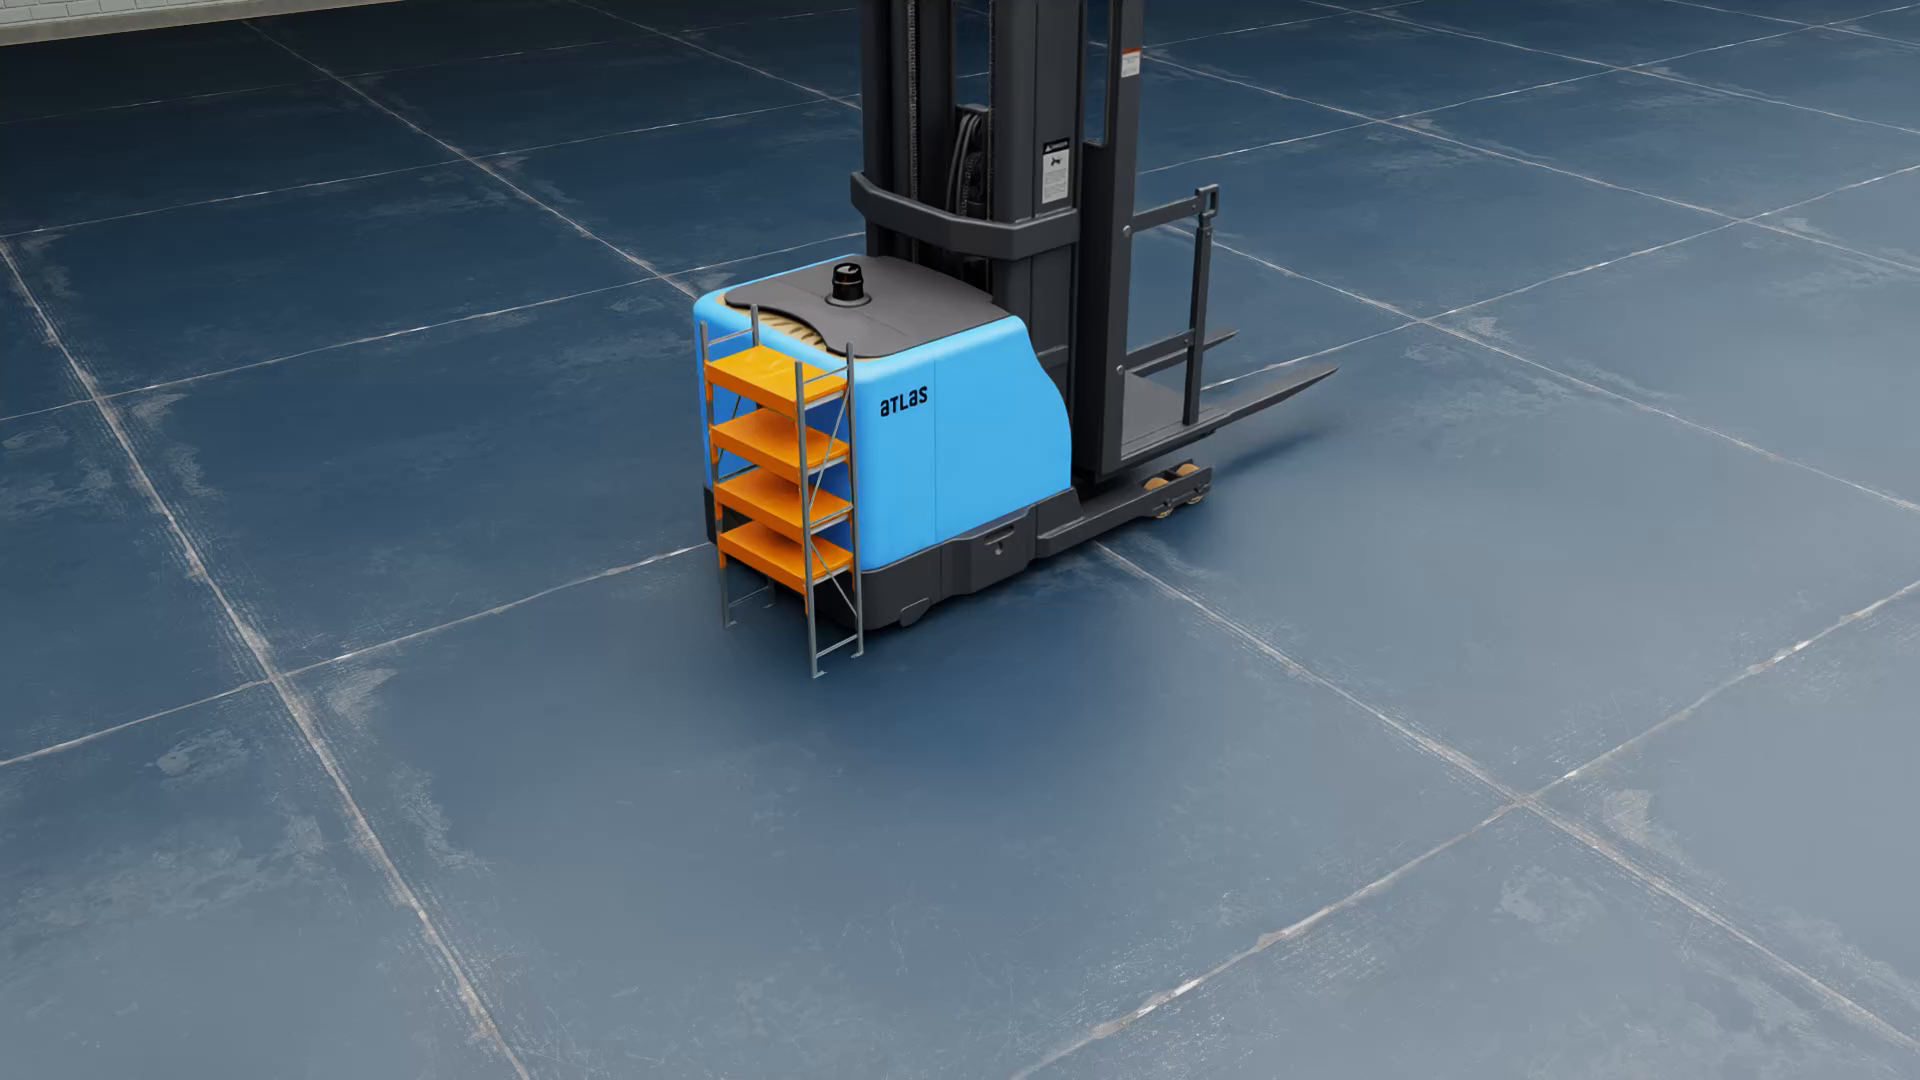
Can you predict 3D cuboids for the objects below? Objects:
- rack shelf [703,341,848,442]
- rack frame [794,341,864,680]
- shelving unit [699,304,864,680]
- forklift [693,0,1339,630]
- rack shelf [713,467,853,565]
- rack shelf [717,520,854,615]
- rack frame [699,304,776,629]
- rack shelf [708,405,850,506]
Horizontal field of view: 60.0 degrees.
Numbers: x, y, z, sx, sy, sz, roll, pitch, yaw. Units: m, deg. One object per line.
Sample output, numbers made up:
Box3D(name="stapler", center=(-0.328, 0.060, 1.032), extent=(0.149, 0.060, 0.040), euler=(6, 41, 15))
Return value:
Box3D(name="rack shelf", center=(-0.612, -0.506, 5.601), extent=(0.480, 0.148, 0.258), euler=(25, 37, 38))
Box3D(name="rack frame", center=(-0.437, -0.079, 5.639), extent=(0.015, 1.200, 0.240), euler=(25, 37, 38))
Box3D(name="shelving unit", center=(-0.612, -0.161, 5.789), extent=(0.503, 1.200, 0.258), euler=(25, 37, 38))
Box3D(name="forklift", center=(0.427, -1.546, 6.525), extent=(3.031, 2.935, 1.130), euler=(-23, 36, -36))
Box3D(name="rack shelf", center=(-0.612, -0.102, 5.821), extent=(0.480, 0.148, 0.258), euler=(25, 37, 38))
Box3D(name="rack shelf", center=(-0.612, 0.073, 5.916), extent=(0.480, 0.148, 0.258), euler=(25, 37, 38))
Box3D(name="rack frame", center=(-0.786, -0.242, 5.939), extent=(0.015, 1.200, 0.240), euler=(25, 37, 38))
Box3D(name="rack shelf", center=(-0.612, -0.298, 5.714), extent=(0.480, 0.148, 0.258), euler=(25, 37, 38))
